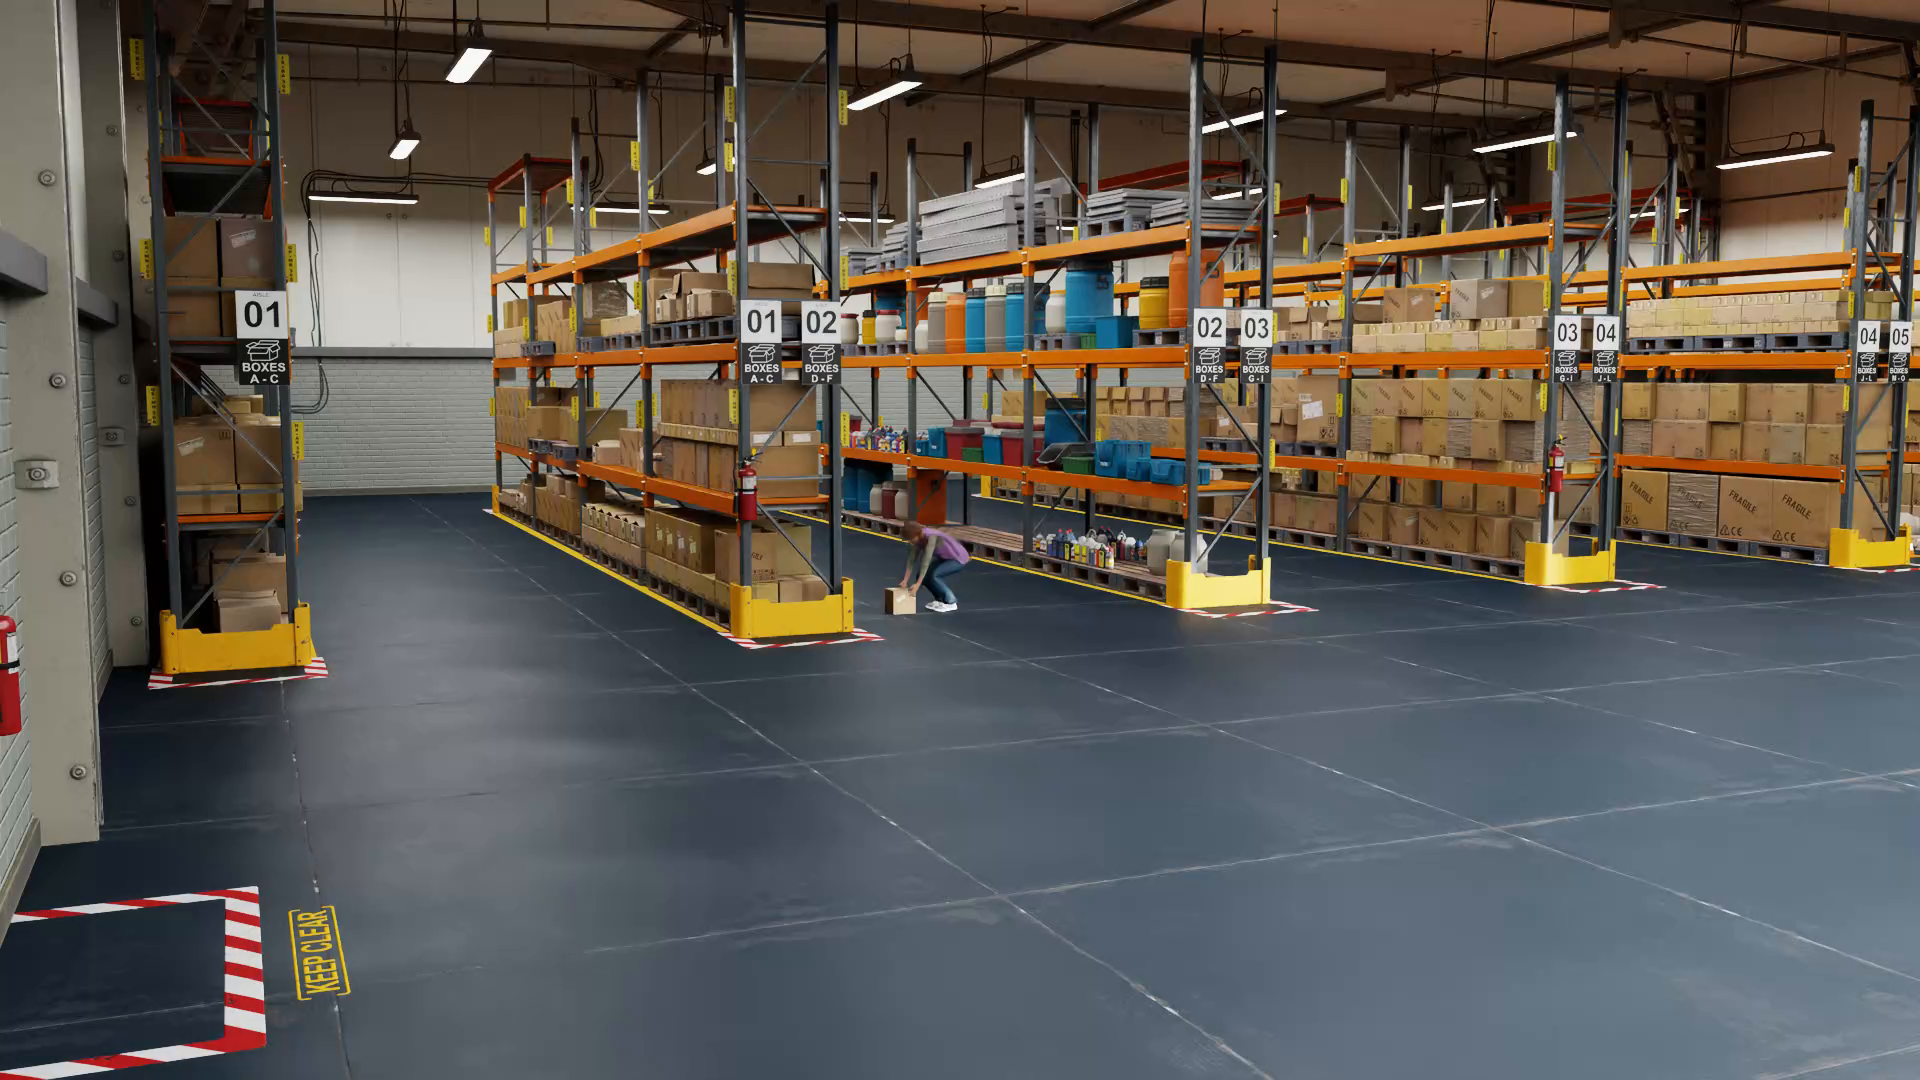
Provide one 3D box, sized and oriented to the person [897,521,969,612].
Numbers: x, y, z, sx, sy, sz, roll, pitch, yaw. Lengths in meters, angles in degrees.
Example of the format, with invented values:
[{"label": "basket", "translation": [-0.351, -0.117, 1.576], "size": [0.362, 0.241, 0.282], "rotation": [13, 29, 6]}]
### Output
[{"label": "person", "translation": [-0.266, 0.276, 17.658], "size": [0.780, 0.963, 0.454], "rotation": [-2, 6, -24]}]
